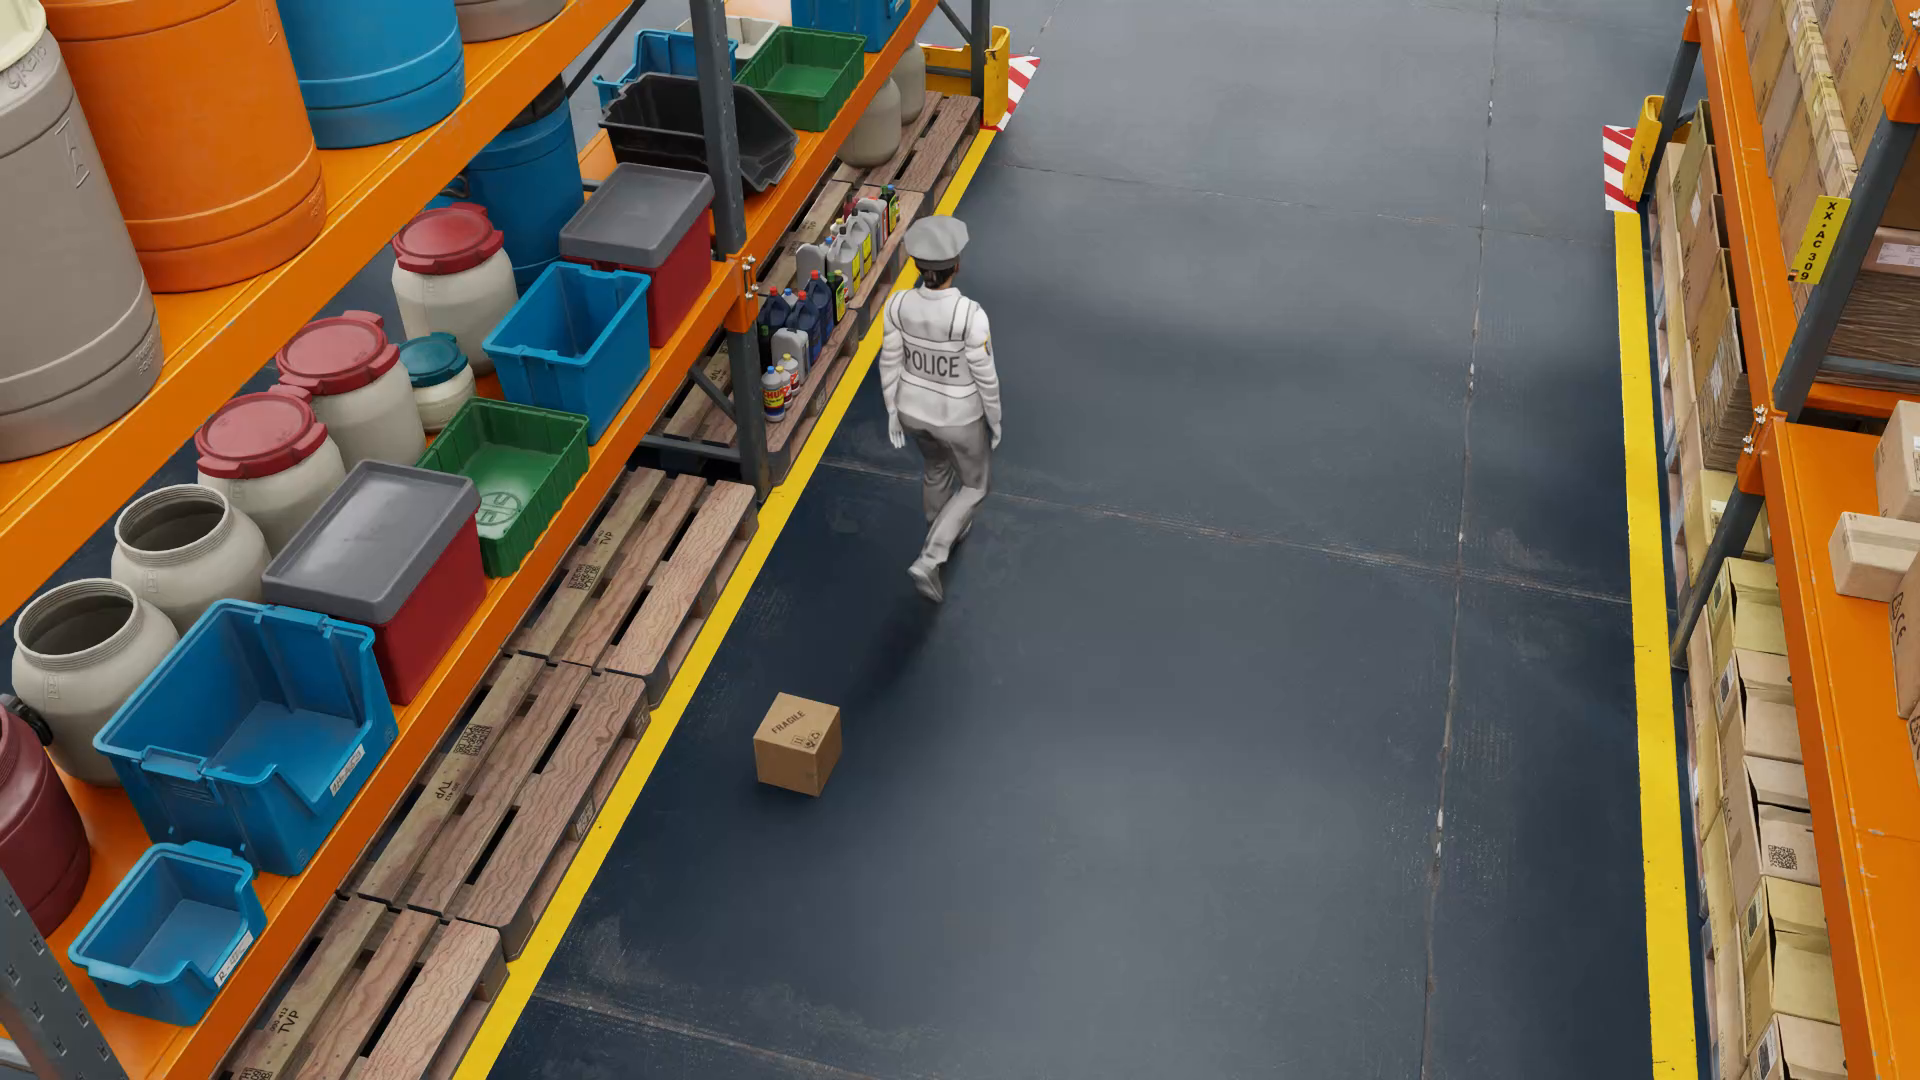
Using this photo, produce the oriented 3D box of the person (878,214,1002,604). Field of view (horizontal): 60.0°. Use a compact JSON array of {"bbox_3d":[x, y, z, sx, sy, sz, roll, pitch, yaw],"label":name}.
[{"bbox_3d":[-0.101,-0.486,6.673,0.489,1.644,0.696,19,45,20],"label":"person"}]
